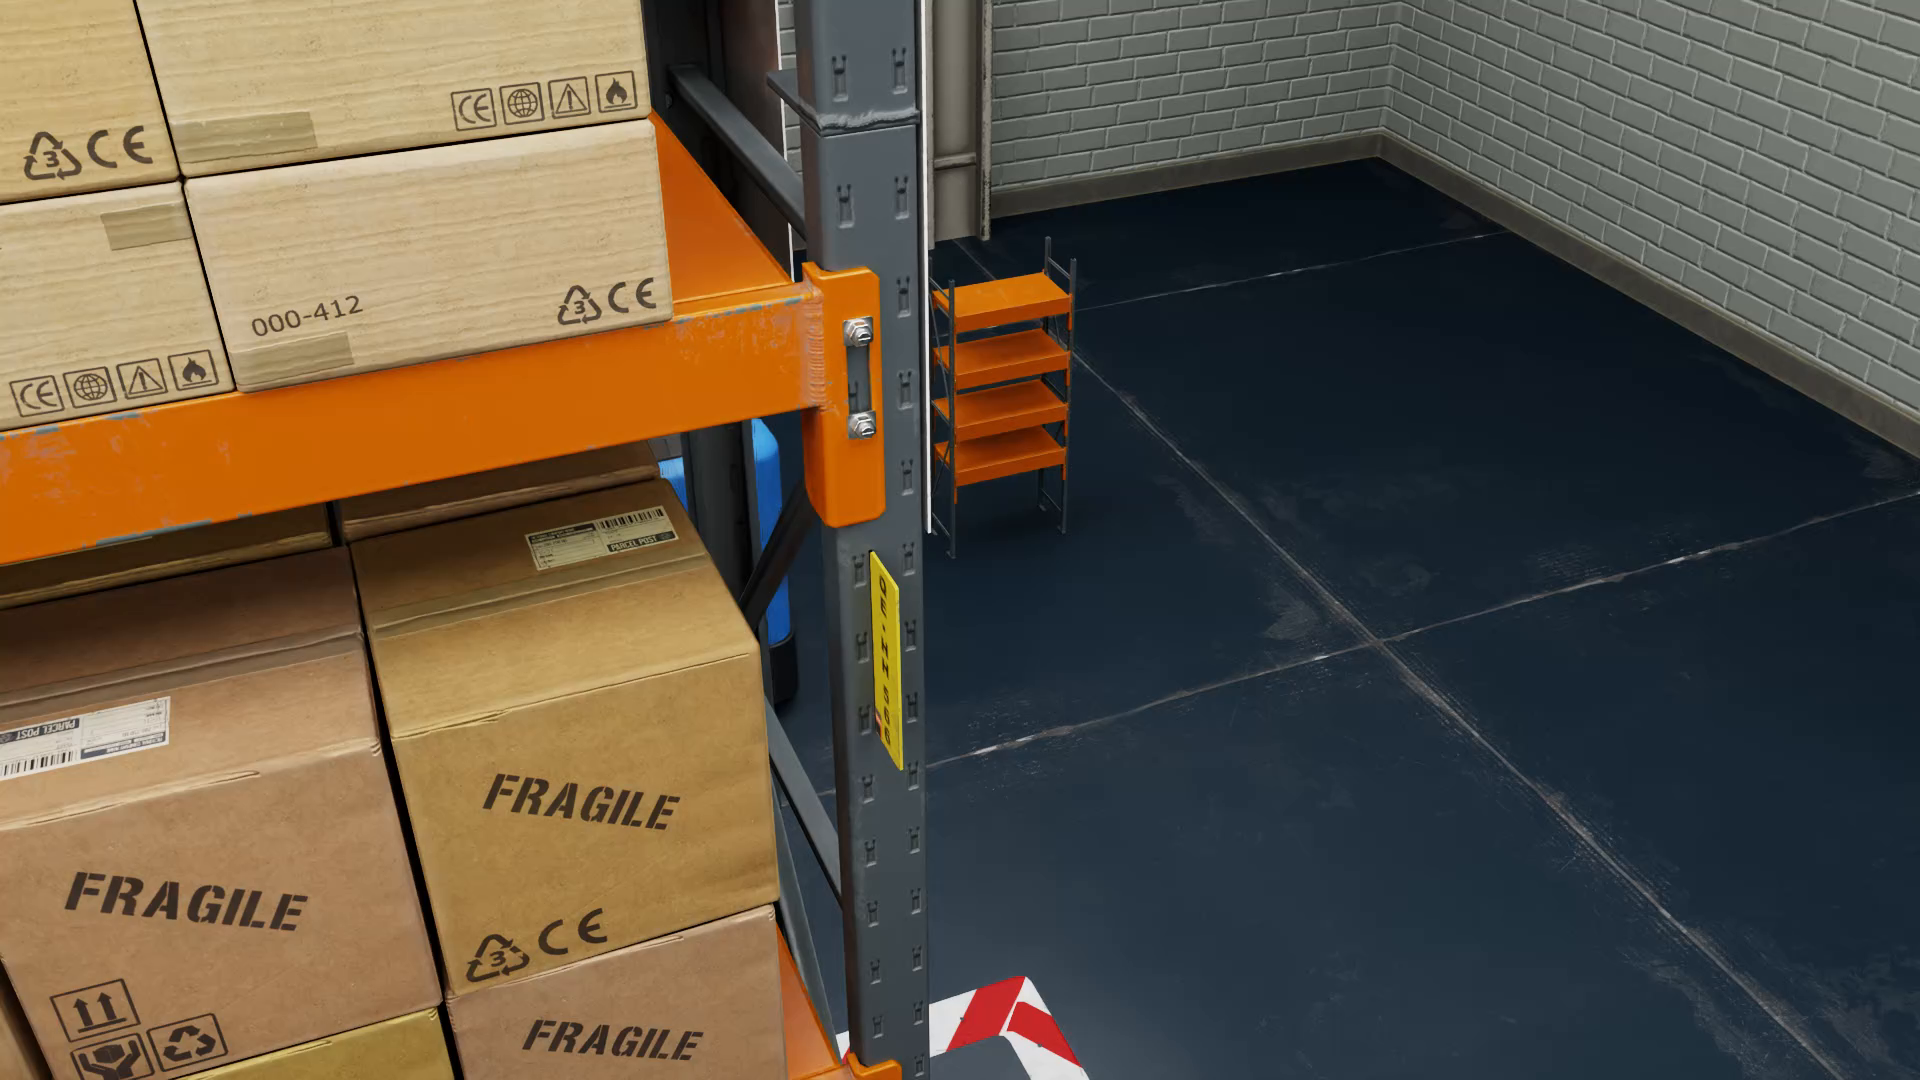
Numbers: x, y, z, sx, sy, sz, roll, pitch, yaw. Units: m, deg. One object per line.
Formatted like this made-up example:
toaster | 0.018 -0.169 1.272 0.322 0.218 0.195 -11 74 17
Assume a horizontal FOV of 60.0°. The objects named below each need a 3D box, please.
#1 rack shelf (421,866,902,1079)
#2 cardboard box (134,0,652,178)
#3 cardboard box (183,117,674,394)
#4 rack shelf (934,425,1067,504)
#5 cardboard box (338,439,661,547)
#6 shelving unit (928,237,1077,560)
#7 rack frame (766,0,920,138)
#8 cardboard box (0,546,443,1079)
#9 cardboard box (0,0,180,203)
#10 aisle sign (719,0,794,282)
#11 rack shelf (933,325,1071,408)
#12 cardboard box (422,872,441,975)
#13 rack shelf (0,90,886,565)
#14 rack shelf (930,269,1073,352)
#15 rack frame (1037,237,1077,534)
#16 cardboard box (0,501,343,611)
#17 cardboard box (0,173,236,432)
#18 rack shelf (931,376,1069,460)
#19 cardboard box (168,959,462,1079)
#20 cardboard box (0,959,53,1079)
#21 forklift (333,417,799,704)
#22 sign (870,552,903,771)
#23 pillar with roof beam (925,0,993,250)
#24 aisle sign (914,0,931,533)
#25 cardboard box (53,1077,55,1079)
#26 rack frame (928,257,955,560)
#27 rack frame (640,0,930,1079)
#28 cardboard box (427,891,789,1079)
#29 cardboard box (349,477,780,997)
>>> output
rack shelf | -2.145 1.235 2.761 4.000 0.370 1.077 -13 35 -19
cardboard box | -0.676 -0.656 1.937 0.500 0.250 0.500 -13 35 -19
cardboard box | -0.673 -0.442 2.067 0.500 0.250 0.500 -13 35 -19
rack shelf | 0.153 -0.315 6.621 0.480 0.148 0.258 -13 35 -19
cardboard box | -0.812 0.011 2.974 0.500 0.500 0.500 -12 35 -17
shelving unit | 0.153 -0.538 6.476 0.503 1.200 0.258 -13 35 -19
rack frame | -0.301 -2.004 1.578 0.127 3.000 1.000 -13 35 -19
cardboard box | -1.070 0.389 2.393 0.500 0.500 0.500 -12 35 -18
cardboard box | -1.137 -0.550 1.774 0.500 0.250 0.500 -13 35 -19
aisle sign | -0.352 -0.741 2.754 0.004 0.787 0.394 -13 35 -19
rack shelf | 0.153 -0.669 6.391 0.480 0.148 0.258 -13 35 -19
cardboard box | -1.286 0.542 3.075 0.500 0.500 0.500 -13 35 -19
rack shelf | -2.145 -0.022 1.943 4.000 0.370 1.077 -13 35 -19
rack shelf | 0.153 -0.867 6.262 0.480 0.148 0.258 -13 35 -19
rack frame | 0.378 -0.589 6.556 0.015 1.200 0.240 -13 35 -19
cardboard box | -1.291 0.125 2.798 0.500 0.500 0.500 -13 35 -18
cardboard box | -1.138 -0.342 1.913 0.500 0.250 0.500 -13 35 -19
rack shelf | 0.153 -0.481 6.513 0.480 0.148 0.258 -13 35 -19
cardboard box | -1.085 0.812 2.660 0.500 0.500 0.500 -13 35 -19
cardboard box | -1.547 0.501 2.221 0.500 0.500 0.500 -12 35 -18
forklift | -2.125 -0.538 4.889 3.031 2.935 1.130 -14 36 -21
sign | -0.105 0.177 2.377 0.005 0.325 0.100 -13 35 -19
pillar with roof beam | 1.599 -3.334 3.623 0.400 9.000 9.100 -13 35 -19
aisle sign | -0.119 -0.439 2.291 0.004 0.787 0.394 -13 35 -19
cardboard box | -1.548 0.914 2.502 0.500 0.500 0.500 -13 35 -19
rack frame | -0.072 -0.486 6.397 0.015 1.200 0.240 -13 35 -19
rack frame | -0.301 0.511 3.214 0.127 3.000 1.000 -13 35 -19
cardboard box | -0.608 0.701 2.831 0.500 0.500 0.500 -12 35 -17
cardboard box | -0.605 0.282 2.557 0.500 0.500 0.500 -13 35 -19
